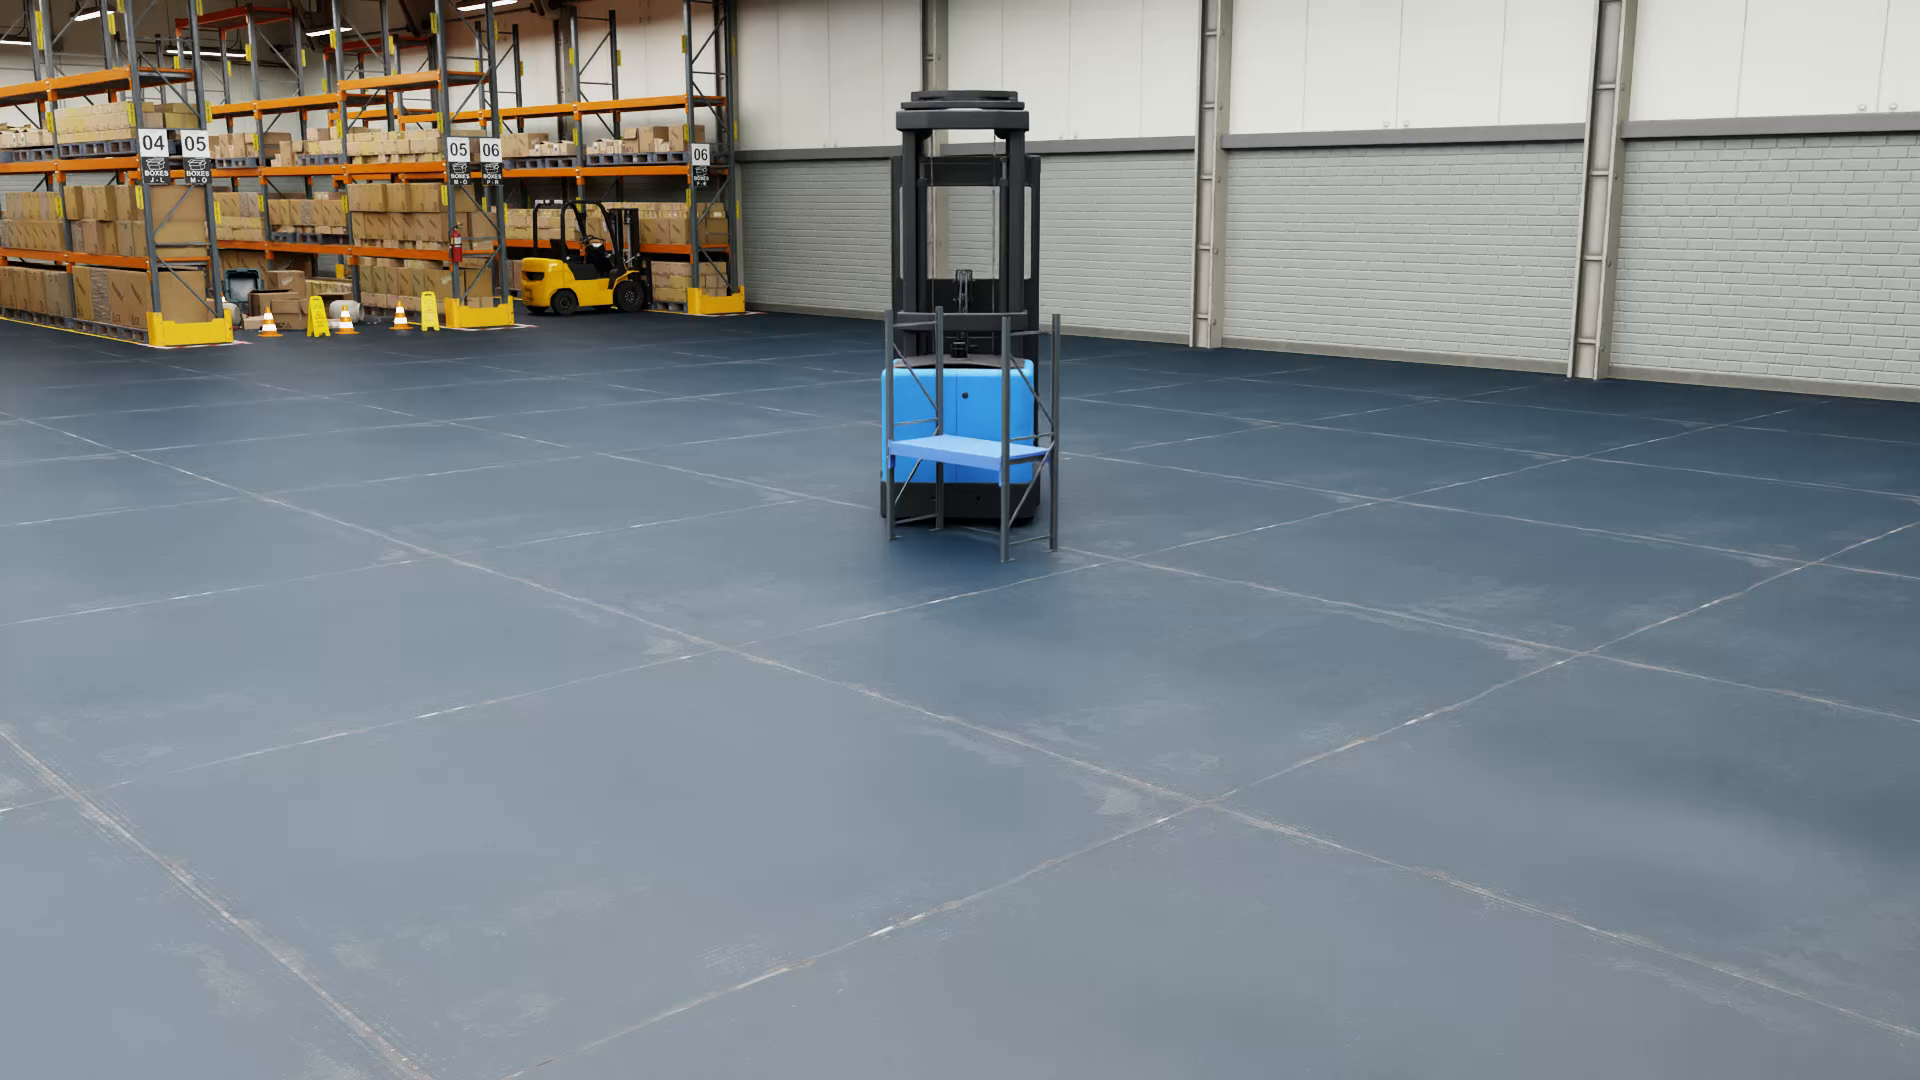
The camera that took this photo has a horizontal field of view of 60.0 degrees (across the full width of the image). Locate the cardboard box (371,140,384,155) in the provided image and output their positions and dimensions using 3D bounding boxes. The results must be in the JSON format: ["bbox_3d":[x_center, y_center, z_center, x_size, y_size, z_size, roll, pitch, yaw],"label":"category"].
[{"bbox_3d":[-10.302,-7.084,30.064,0.500,0.250,0.500,-11,16,-42],"label":"cardboard box"}]

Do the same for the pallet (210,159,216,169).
[{"bbox_3d":[-15.963,-8.210,36.368,1.217,0.209,0.805,11,16,43],"label":"pallet"}]

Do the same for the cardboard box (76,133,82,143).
[{"bbox_3d":[-13.908,-6.442,26.644,0.380,0.149,0.250,-11,16,-43],"label":"cardboard box"}]

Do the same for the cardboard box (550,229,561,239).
[{"bbox_3d":[-8.408,-6.523,35.508,0.500,0.250,0.500,-11,16,-43],"label":"cardboard box"}]

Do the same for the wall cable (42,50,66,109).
[{"bbox_3d":[-23.526,-11.275,43.335,0.463,3.000,0.029,-11,16,-43],"label":"wall cable"}]

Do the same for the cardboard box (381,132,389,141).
[{"bbox_3d":[-10.187,-7.257,29.914,0.380,0.149,0.250,-11,16,-43],"label":"cardboard box"}]

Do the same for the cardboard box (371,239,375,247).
[{"bbox_3d":[-10.704,-5.516,30.875,0.380,0.149,0.250,-11,16,-43],"label":"cardboard box"}]

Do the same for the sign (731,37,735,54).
[{"bbox_3d":[-4.352,-9.452,31.783,0.100,0.325,0.005,-11,16,-43],"label":"sign"}]

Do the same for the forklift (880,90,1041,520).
[{"bbox_3d":[0.053,-1.820,12.481,1.130,2.935,3.031,1,12,3],"label":"forklift"}]

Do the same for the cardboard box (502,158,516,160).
[{"bbox_3d":[-10.362,-8.748,37.887,0.380,0.149,0.250,-11,16,-42],"label":"cardboard box"}]

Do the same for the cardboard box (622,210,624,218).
[{"bbox_3d":[-6.627,-6.579,33.555,0.250,0.149,0.380,11,16,43],"label":"cardboard box"}]

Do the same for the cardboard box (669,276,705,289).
[{"bbox_3d":[-5.320,-5.034,32.445,0.500,0.250,0.500,-11,16,-43],"label":"cardboard box"}]

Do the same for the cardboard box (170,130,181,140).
[{"bbox_3d":[-11.860,-6.201,25.478,0.380,0.149,0.250,-11,16,-42],"label":"cardboard box"}]

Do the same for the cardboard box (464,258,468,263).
[{"bbox_3d":[-11.317,-6.531,38.724,0.380,0.149,0.250,-10,15,-41],"label":"cardboard box"}]

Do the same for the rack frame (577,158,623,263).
[{"bbox_3d":[-7.520,-6.486,34.961,1.000,3.000,0.127,-11,16,-43],"label":"rack frame"}]

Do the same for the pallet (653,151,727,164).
[{"bbox_3d":[-5.227,-7.435,32.352,1.003,0.211,1.213,-11,16,-43],"label":"pallet"}]

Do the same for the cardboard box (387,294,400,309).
[{"bbox_3d":[-10.150,-4.376,30.491,0.500,0.250,0.500,-11,16,-43],"label":"cardboard box"}]

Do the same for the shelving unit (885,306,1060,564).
[{"bbox_3d":[0.070,-0.699,10.590,1.048,1.500,0.538,11,16,43],"label":"shelving unit"}]

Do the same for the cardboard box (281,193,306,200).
[{"bbox_3d":[-14.033,-7.023,34.838,0.500,0.500,0.500,11,16,43],"label":"cardboard box"}]

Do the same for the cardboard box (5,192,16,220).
[{"bbox_3d":[-17.077,-6.145,30.579,0.700,0.500,0.500,-11,16,-43],"label":"cardboard box"}]

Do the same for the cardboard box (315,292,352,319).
[{"bbox_3d":[-11.351,-4.225,30.174,0.500,0.500,0.500,-1,12,-4],"label":"cardboard box"}]

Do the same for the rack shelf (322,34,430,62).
[{"bbox_3d":[-14.425,-12.159,41.176,1.077,0.370,4.000,-11,16,-43],"label":"rack shelf"}]

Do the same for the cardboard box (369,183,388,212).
[{"bbox_3d":[-10.296,-6.229,30.251,0.700,0.500,0.500,-11,16,-44],"label":"cardboard box"}]

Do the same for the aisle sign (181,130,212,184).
[{"bbox_3d":[-11.589,-5.810,25.238,0.394,0.787,0.004,-11,16,-43],"label":"aisle sign"}]

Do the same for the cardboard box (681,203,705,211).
[{"bbox_3d":[-5.157,-6.438,32.133,0.380,0.149,0.250,-11,16,-42],"label":"cardboard box"}]

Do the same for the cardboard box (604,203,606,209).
[{"bbox_3d":[-7.086,-6.849,34.130,0.380,0.149,0.250,-11,16,-44],"label":"cardboard box"}]

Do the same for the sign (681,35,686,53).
[{"bbox_3d":[-5.160,-9.264,31.063,0.100,0.325,0.005,-11,16,-43],"label":"sign"}]

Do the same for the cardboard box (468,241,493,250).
[{"bbox_3d":[-8.430,-5.166,29.173,0.380,0.149,0.250,-11,16,-42],"label":"cardboard box"}]

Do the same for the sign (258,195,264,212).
[{"bbox_3d":[-14.269,-6.867,33.940,0.100,0.325,0.005,-11,16,-43],"label":"sign"}]

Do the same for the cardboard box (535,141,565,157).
[{"bbox_3d":[-8.726,-8.350,35.506,0.500,0.311,0.500,11,16,43],"label":"cardboard box"}]

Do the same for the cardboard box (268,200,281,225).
[{"bbox_3d":[-13.726,-6.680,33.877,0.500,0.500,0.500,11,16,44],"label":"cardboard box"}]

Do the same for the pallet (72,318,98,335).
[{"bbox_3d":[-14.149,-3.602,27.871,1.003,0.211,1.213,-11,16,-43],"label":"pallet"}]

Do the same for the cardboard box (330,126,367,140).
[{"bbox_3d":[-11.599,-7.707,31.545,0.500,0.250,0.500,-10,16,-41],"label":"cardboard box"}]

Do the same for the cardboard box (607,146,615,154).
[{"bbox_3d":[-6.899,-7.867,33.563,0.380,0.149,0.250,-10,15,-41],"label":"cardboard box"}]

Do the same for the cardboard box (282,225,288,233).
[{"bbox_3d":[-13.453,-6.295,33.613,0.250,0.149,0.380,10,16,41],"label":"cardboard box"}]

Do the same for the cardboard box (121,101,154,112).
[{"bbox_3d":[-12.333,-6.499,24.947,0.380,0.149,0.250,-11,16,-42],"label":"cardboard box"}]

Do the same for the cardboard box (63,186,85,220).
[{"bbox_3d":[-14.387,-5.633,27.773,0.875,0.550,0.550,-11,16,-43],"label":"cardboard box"}]

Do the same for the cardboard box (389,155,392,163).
[{"bbox_3d":[-10.003,-6.835,29.842,0.380,0.149,0.250,-11,16,-42],"label":"cardboard box"}]

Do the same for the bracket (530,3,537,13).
[{"bbox_3d":[-9.273,-11.718,36.566,0.235,0.232,0.430,-11,16,-43],"label":"bracket"}]

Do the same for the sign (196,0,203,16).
[{"bbox_3d":[-11.449,-8.056,25.003,0.100,0.325,0.005,-11,16,-43],"label":"sign"}]

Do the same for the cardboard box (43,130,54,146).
[{"bbox_3d":[-15.221,-6.821,28.233,0.500,0.250,0.500,-11,16,-42],"label":"cardboard box"}]

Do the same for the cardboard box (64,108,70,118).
[{"bbox_3d":[-14.260,-6.906,26.924,0.380,0.149,0.250,-11,16,-43],"label":"cardboard box"}]

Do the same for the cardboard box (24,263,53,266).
[{"bbox_3d":[-17.681,-5.156,31.801,0.500,0.250,0.500,11,16,43],"label":"cardboard box"}]

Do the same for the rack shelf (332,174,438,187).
[{"bbox_3d":[-14.425,-9.063,41.815,1.077,0.370,4.000,-11,16,-43],"label":"rack shelf"}]

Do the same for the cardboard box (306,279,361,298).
[{"bbox_3d":[-12.451,-4.995,33.192,0.950,0.372,0.625,-10,15,-41],"label":"cardboard box"}]

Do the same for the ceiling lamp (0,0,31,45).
[{"bbox_3d":[-23.001,-13.396,39.169,2.000,3.185,0.800,-11,16,-43],"label":"ceiling lamp"}]

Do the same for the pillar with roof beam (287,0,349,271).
[{"bbox_3d":[-20.130,-11.095,42.464,9.100,9.000,0.548,-11,16,-43],"label":"pillar with roof beam"}]

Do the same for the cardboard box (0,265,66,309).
[{"bbox_3d":[-17.024,-4.676,30.707,1.050,0.750,0.750,-11,16,-43],"label":"cardboard box"}]

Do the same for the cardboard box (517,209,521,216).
[{"bbox_3d":[-9.509,-7.208,36.607,0.380,0.149,0.250,-11,16,-42],"label":"cardboard box"}]

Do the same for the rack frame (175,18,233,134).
[{"bbox_3d":[-16.632,-9.900,36.663,1.000,3.000,0.127,-11,16,-43],"label":"rack frame"}]

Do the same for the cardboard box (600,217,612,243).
[{"bbox_3d":[-7.030,-6.360,34.102,0.500,0.500,0.500,-11,16,-42],"label":"cardboard box"}]

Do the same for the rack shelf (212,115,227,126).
[{"bbox_3d":[-18.013,-9.644,38.192,1.077,0.370,4.000,-11,16,-43],"label":"rack shelf"}]

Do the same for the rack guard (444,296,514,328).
[{"bbox_3d":[-8.397,-3.997,29.073,1.175,0.500,0.348,-11,16,-43],"label":"rack guard"}]

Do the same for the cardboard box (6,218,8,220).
[{"bbox_3d":[-18.118,-6.115,32.002,0.380,0.149,0.250,-11,16,-42],"label":"cardboard box"}]
